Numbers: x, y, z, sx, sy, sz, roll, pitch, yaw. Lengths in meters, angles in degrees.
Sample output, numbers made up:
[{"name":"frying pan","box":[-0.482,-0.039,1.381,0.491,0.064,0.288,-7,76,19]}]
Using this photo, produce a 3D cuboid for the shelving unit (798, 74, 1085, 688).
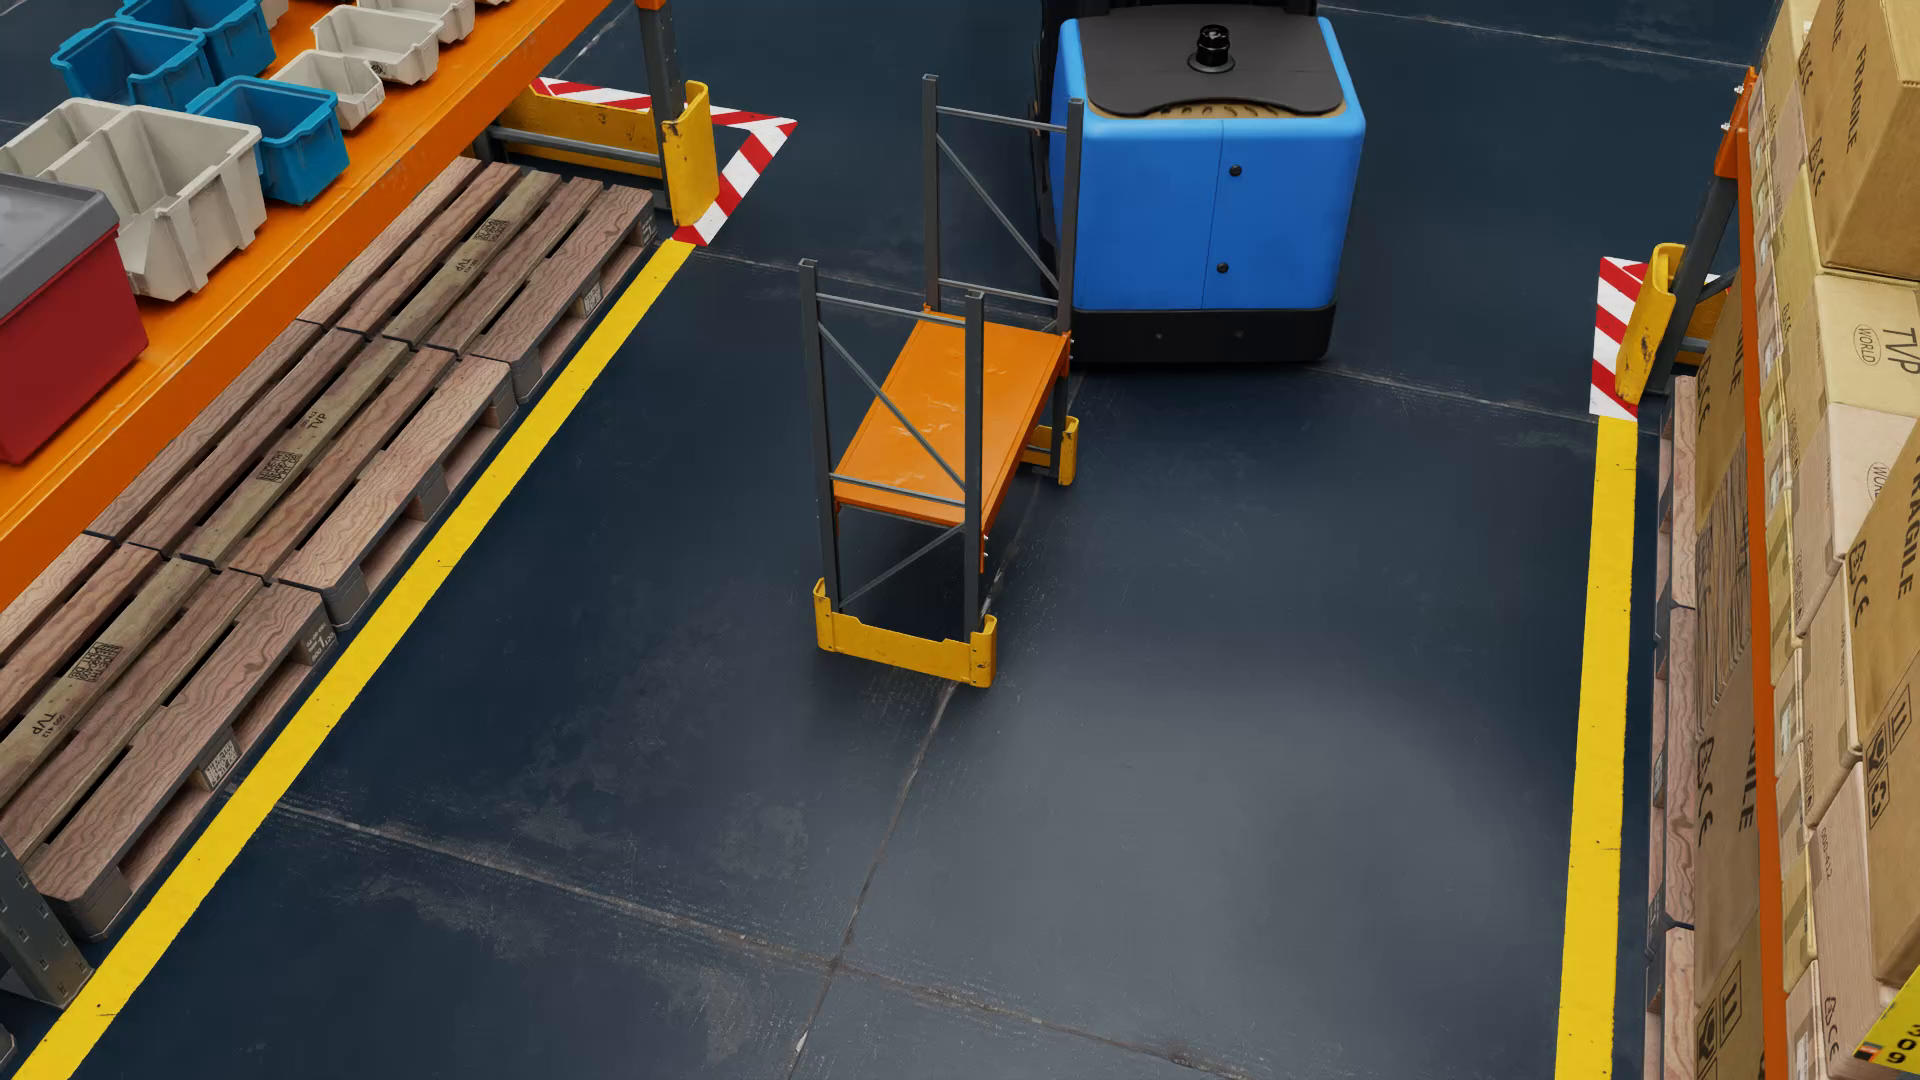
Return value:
[{"name":"shelving unit","box":[-0.023,-0.485,5.174,0.587,1.500,1.083,13,46,13]}]

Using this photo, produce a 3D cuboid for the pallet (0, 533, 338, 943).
[{"name":"pallet","box":[-2.670,0.543,5.045,1.003,0.211,1.213,13,46,13]}]

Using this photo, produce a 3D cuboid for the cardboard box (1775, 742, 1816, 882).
[{"name":"cardboard box","box":[1.801,0.568,3.205,0.380,0.149,0.250,12,46,12]}]

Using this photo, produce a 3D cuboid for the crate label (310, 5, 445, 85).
[{"name":"crate label","box":[-1.881,-1.586,5.372,0.396,0.136,0.243,13,46,13]}]

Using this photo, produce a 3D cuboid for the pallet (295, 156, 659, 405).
[{"name":"pallet","box":[-1.931,-1.084,6.707,1.003,0.211,1.213,13,46,13]}]

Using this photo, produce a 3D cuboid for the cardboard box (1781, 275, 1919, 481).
[{"name":"cardboard box","box":[2.214,-0.332,3.839,0.500,0.250,0.500,12,46,12]}]

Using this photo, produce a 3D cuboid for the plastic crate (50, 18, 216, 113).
[{"name":"plastic crate","box":[-2.522,-1.411,5.124,0.416,0.233,0.300,13,46,13]}]

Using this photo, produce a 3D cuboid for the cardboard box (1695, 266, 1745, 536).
[{"name":"cardboard box","box":[2.959,-0.520,5.356,0.875,0.875,0.875,13,46,13]}]

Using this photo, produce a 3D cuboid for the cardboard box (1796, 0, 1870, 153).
[{"name":"cardboard box","box":[2.522,-1.298,4.290,0.500,0.500,0.500,12,46,12]}]

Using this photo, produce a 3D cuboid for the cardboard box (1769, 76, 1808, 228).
[{"name":"cardboard box","box":[2.523,-1.015,4.537,0.500,0.250,0.500,12,46,12]}]

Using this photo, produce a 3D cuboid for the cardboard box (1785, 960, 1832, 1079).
[{"name":"cardboard box","box":[1.645,0.910,2.854,0.380,0.149,0.250,13,46,13]}]

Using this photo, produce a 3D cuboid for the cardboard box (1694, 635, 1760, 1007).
[{"name":"cardboard box","box":[2.414,0.680,4.130,0.875,0.875,0.875,13,46,13]}]

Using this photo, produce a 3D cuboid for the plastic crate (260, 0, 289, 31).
[{"name":"plastic crate","box":[-2.414,-1.806,5.596,0.250,0.136,0.298,13,46,13]}]

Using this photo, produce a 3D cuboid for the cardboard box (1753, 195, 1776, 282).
[{"name":"cardboard box","box":[2.423,-0.800,4.603,0.380,0.149,0.250,12,46,12]}]

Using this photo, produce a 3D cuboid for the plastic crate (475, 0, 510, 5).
[{"name":"plastic crate","box":[-1.718,-1.967,5.761,0.396,0.136,0.243,13,46,13]}]

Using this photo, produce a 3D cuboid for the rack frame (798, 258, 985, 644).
[{"name":"rack frame","box":[-0.180,-0.140,4.821,0.500,1.500,0.032,13,46,13]}]

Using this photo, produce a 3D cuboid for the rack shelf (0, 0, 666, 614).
[{"name":"rack shelf","box":[-2.250,-1.032,5.174,1.077,0.370,4.000,13,46,13]}]

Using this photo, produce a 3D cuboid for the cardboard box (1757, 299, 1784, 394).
[{"name":"cardboard box","box":[2.267,-0.459,4.254,0.380,0.149,0.250,12,46,12]}]

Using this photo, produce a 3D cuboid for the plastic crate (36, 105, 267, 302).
[{"name":"plastic crate","box":[-2.217,-0.914,4.581,0.437,0.282,0.530,13,46,13]}]

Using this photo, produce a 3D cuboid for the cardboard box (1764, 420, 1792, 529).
[{"name":"cardboard box","box":[2.112,-0.116,3.903,0.380,0.149,0.250,13,46,13]}]

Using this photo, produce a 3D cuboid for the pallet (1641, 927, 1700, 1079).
[{"name":"pallet","box":[2.170,1.600,3.964,1.003,0.211,1.213,13,46,13]}]

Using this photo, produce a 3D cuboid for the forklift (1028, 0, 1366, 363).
[{"name":"forklift","box":[0.877,-2.732,6.447,1.130,2.935,3.031,-1,44,-1]}]

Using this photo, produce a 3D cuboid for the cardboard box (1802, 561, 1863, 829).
[{"name":"cardboard box","box":[1.903,0.345,3.147,0.500,0.250,0.500,14,46,14]}]

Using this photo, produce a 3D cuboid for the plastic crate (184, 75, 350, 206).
[{"name":"plastic crate","box":[-2.022,-1.160,4.868,0.416,0.233,0.300,13,46,13]}]

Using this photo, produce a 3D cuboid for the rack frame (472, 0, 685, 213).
[{"name":"rack frame","box":[-1.644,-2.622,6.285,1.000,3.000,0.127,13,46,13]}]

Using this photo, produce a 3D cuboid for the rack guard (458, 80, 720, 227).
[{"name":"rack guard","box":[-1.649,-1.747,7.178,1.175,0.500,0.348,13,46,13]}]

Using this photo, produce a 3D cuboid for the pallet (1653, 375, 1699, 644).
[{"name":"pallet","box":[2.909,-0.027,5.626,1.003,0.211,1.213,13,46,13]}]

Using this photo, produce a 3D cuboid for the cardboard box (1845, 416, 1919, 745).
[{"name":"cardboard box","box":[1.905,0.076,2.886,0.500,0.500,0.500,13,46,13]}]

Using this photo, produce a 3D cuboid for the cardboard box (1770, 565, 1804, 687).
[{"name":"cardboard box","box":[1.956,0.224,3.556,0.380,0.149,0.250,13,46,13]}]

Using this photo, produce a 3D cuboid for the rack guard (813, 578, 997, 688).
[{"name":"rack guard","box":[-0.174,0.293,5.271,0.587,0.250,0.087,13,46,13]}]

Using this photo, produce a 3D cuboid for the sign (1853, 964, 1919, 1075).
[{"name":"sign","box":[1.336,0.639,2.277,0.100,0.325,0.005,13,46,13]}]

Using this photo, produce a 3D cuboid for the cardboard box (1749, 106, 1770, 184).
[{"name":"cardboard box","box":[2.578,-1.145,4.955,0.380,0.149,0.250,12,46,12]}]
